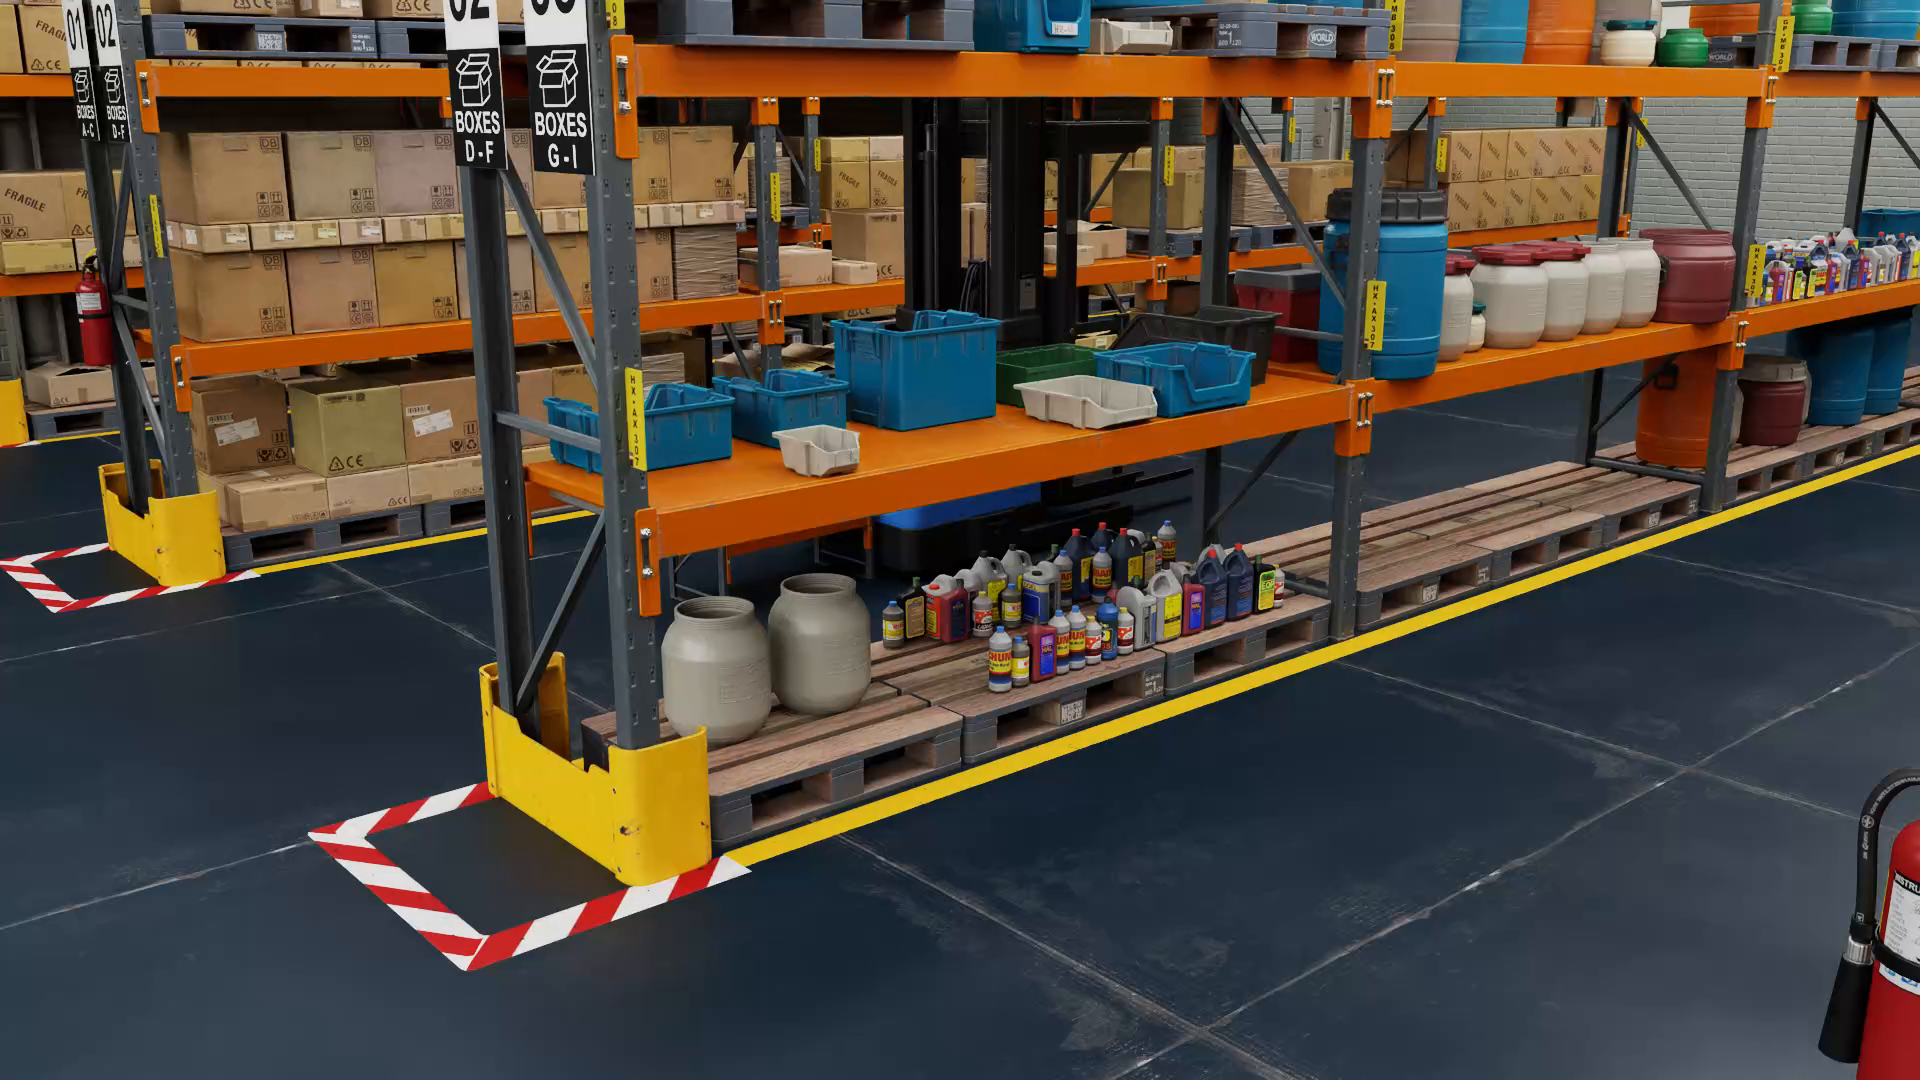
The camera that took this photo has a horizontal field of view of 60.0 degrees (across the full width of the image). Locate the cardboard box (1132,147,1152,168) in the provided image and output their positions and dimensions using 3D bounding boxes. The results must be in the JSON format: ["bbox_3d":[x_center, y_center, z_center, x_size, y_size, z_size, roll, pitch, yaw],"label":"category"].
[{"bbox_3d":[2.121,-4.681,21.381,0.700,0.700,0.980,-13,20,-41],"label":"cardboard box"}]

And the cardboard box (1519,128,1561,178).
[{"bbox_3d":[6.108,-4.180,17.953,0.500,0.500,0.500,-12,19,-38],"label":"cardboard box"}]

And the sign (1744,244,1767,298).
[{"bbox_3d":[4.999,-1.691,10.453,0.005,0.325,0.100,-13,19,-39],"label":"sign"}]

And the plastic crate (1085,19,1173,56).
[{"bbox_3d":[0.670,-2.012,6.668,0.396,0.136,0.243,-13,19,-39],"label":"plastic crate"}]

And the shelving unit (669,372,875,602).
[{"bbox_3d":[-1.032,-0.278,9.111,1.048,1.125,0.538,-14,20,-42],"label":"shelving unit"}]

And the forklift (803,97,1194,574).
[{"bbox_3d":[0.453,-1.529,10.295,3.031,2.935,1.130,-14,20,-42],"label":"forklift"}]

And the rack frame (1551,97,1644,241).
[{"bbox_3d":[7.419,-4.039,19.557,0.127,3.000,1.000,-13,19,-39],"label":"rack frame"}]

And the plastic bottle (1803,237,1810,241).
[{"bbox_3d":[6.670,-2.253,13.123,0.097,0.271,0.097,0,15,0],"label":"plastic bottle"}]

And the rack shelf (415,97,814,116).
[{"bbox_3d":[-3.379,-4.410,16.529,4.000,0.370,1.077,-13,19,-39],"label":"rack shelf"}]

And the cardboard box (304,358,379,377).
[{"bbox_3d":[-5.645,-1.791,15.133,0.500,0.500,0.500,14,21,43],"label":"cardboard box"}]

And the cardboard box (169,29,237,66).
[{"bbox_3d":[-6.281,-4.075,13.647,0.500,0.500,0.500,-11,19,-36],"label":"cardboard box"}]

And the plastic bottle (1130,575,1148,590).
[{"bbox_3d":[0.844,0.296,7.741,0.133,0.283,0.061,-13,19,-39],"label":"plastic bottle"}]

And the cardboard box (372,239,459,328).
[{"bbox_3d":[-3.519,-1.626,10.331,0.500,0.500,0.700,-12,19,-39],"label":"cardboard box"}]

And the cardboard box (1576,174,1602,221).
[{"bbox_3d":[6.871,-3.869,18.730,0.500,0.500,0.500,-12,19,-39],"label":"cardboard box"}]

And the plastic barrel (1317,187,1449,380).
[{"bbox_3d":[2.106,-1.289,8.294,0.708,0.901,0.600,-13,19,-39],"label":"plastic barrel"}]

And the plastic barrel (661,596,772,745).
[{"bbox_3d":[-0.956,0.510,6.537,0.421,0.512,0.421,0,15,0],"label":"plastic barrel"}]

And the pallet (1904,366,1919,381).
[{"bbox_3d":[9.100,-1.389,15.040,1.213,0.211,1.003,-13,19,-39],"label":"pallet"}]

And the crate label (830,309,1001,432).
[{"bbox_3d":[-0.191,-0.745,7.157,0.616,0.435,0.502,-13,19,-39],"label":"crate label"}]

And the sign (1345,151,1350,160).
[{"bbox_3d":[4.040,-3.884,17.299,0.005,0.325,0.100,-13,19,-39],"label":"sign"}]

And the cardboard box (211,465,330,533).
[{"bbox_3d":[-4.100,-0.250,9.888,0.500,0.250,0.500,-13,19,-39],"label":"cardboard box"}]

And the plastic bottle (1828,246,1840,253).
[{"bbox_3d":[6.871,-2.213,13.106,0.097,0.201,0.097,0,15,0],"label":"plastic bottle"}]

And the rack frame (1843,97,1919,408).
[{"bbox_3d":[7.650,-2.396,13.408,0.127,3.000,1.000,-13,19,-39],"label":"rack frame"}]

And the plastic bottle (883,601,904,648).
[{"bbox_3d":[-0.304,0.380,7.586,0.097,0.201,0.097,0,15,0],"label":"plastic bottle"}]

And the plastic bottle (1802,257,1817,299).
[{"bbox_3d":[5.826,-1.804,11.416,0.133,0.283,0.061,-13,19,-39],"label":"plastic bottle"}]

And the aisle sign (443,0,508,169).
[{"bbox_3d":[-1.651,-1.665,5.633,0.004,0.787,0.394,-13,19,-39],"label":"aisle sign"}]

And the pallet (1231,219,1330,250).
[{"bbox_3d":[2.848,-2.921,15.745,1.213,0.211,1.003,-13,19,-39],"label":"pallet"}]

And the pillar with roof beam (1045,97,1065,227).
[{"bbox_3d":[3.933,-6.672,17.791,0.400,9.000,9.100,-13,19,-39],"label":"pillar with roof beam"}]

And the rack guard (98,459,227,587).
[{"bbox_3d":[-4.669,-0.116,9.717,0.348,0.500,1.175,-13,19,-39],"label":"rack guard"}]

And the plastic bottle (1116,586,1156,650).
[{"bbox_3d":[0.805,0.342,7.583,0.135,0.276,0.152,-12,19,-38],"label":"plastic bottle"}]

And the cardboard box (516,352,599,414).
[{"bbox_3d":[-2.599,-0.954,11.068,0.500,0.500,0.500,-13,19,-39],"label":"cardboard box"}]

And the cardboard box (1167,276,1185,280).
[{"bbox_3d":[2.548,-3.598,21.936,0.500,0.500,0.700,-12,19,-38],"label":"cardboard box"}]

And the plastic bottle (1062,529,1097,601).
[{"bbox_3d":[0.592,0.114,8.290,0.185,0.351,0.144,-14,20,-42],"label":"plastic bottle"}]

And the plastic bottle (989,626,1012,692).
[{"bbox_3d":[0.170,0.496,7.015,0.097,0.271,0.097,0,15,0],"label":"plastic bottle"}]

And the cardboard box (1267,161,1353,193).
[{"bbox_3d":[3.420,-3.447,16.333,0.500,0.500,0.700,-9,17,-31],"label":"cardboard box"}]

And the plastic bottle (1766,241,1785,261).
[{"bbox_3d":[6.178,-2.136,12.673,0.135,0.276,0.152,-13,19,-39],"label":"plastic bottle"}]

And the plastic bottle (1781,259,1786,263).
[{"bbox_3d":[5.586,-1.771,11.318,0.097,0.271,0.097,0,15,0],"label":"plastic bottle"}]

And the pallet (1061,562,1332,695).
[{"bbox_3d":[1.081,0.412,8.298,1.213,0.211,1.003,-13,19,-39],"label":"pallet"}]

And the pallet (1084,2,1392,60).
[{"bbox_3d":[1.135,-2.258,7.442,1.003,0.211,1.213,-13,19,-39],"label":"pallet"}]

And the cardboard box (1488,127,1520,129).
[{"bbox_3d":[6.141,-4.372,18.675,0.500,0.500,0.500,-12,19,-39],"label":"cardboard box"}]

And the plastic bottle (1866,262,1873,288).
[{"bbox_3d":[6.563,-1.936,12.070,0.097,0.201,0.097,0,15,0],"label":"plastic bottle"}]

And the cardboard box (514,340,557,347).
[{"bbox_3d":[-4.344,-2.102,16.299,0.500,0.500,0.700,-12,19,-38],"label":"cardboard box"}]

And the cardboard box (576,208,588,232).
[{"bbox_3d":[-2.467,-2.108,10.877,0.250,0.149,0.380,-13,20,-40],"label":"cardboard box"}]

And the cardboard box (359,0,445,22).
[{"bbox_3d":[-3.219,-3.324,9.791,0.500,0.500,0.500,-13,19,-39],"label":"cardboard box"}]

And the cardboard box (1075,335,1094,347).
[{"bbox_3d":[0.763,-1.603,13.866,0.500,0.311,0.500,-13,20,-40],"label":"cardboard box"}]

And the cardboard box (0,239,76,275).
[{"bbox_3d":[-7.329,-2.250,13.113,0.500,0.250,0.500,-13,20,-41],"label":"cardboard box"}]

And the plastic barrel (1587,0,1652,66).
[{"bbox_3d":[3.871,-3.313,10.056,0.600,0.901,0.600,0,15,0],"label":"plastic barrel"}]

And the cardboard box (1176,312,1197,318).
[{"bbox_3d":[2.306,-1.800,15.166,0.500,0.500,0.500,-14,20,-41],"label":"cardboard box"}]

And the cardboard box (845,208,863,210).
[{"bbox_3d":[-1.274,-3.587,18.315,0.250,0.149,0.380,-12,19,-39],"label":"cardboard box"}]

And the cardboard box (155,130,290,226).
[{"bbox_3d":[-4.250,-2.089,9.550,0.500,0.500,0.700,-13,19,-39],"label":"cardboard box"}]

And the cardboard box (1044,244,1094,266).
[{"bbox_3d":[0.887,-2.356,13.744,0.250,0.149,0.380,-13,19,-39],"label":"cardboard box"}]

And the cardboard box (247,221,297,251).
[{"bbox_3d":[-4.016,-1.760,9.574,0.250,0.149,0.380,-13,20,-41],"label":"cardboard box"}]

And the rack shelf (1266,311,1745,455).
[{"bbox_3d":[3.124,-1.032,9.695,4.000,0.370,1.077,-13,19,-39],"label":"rack shelf"}]
